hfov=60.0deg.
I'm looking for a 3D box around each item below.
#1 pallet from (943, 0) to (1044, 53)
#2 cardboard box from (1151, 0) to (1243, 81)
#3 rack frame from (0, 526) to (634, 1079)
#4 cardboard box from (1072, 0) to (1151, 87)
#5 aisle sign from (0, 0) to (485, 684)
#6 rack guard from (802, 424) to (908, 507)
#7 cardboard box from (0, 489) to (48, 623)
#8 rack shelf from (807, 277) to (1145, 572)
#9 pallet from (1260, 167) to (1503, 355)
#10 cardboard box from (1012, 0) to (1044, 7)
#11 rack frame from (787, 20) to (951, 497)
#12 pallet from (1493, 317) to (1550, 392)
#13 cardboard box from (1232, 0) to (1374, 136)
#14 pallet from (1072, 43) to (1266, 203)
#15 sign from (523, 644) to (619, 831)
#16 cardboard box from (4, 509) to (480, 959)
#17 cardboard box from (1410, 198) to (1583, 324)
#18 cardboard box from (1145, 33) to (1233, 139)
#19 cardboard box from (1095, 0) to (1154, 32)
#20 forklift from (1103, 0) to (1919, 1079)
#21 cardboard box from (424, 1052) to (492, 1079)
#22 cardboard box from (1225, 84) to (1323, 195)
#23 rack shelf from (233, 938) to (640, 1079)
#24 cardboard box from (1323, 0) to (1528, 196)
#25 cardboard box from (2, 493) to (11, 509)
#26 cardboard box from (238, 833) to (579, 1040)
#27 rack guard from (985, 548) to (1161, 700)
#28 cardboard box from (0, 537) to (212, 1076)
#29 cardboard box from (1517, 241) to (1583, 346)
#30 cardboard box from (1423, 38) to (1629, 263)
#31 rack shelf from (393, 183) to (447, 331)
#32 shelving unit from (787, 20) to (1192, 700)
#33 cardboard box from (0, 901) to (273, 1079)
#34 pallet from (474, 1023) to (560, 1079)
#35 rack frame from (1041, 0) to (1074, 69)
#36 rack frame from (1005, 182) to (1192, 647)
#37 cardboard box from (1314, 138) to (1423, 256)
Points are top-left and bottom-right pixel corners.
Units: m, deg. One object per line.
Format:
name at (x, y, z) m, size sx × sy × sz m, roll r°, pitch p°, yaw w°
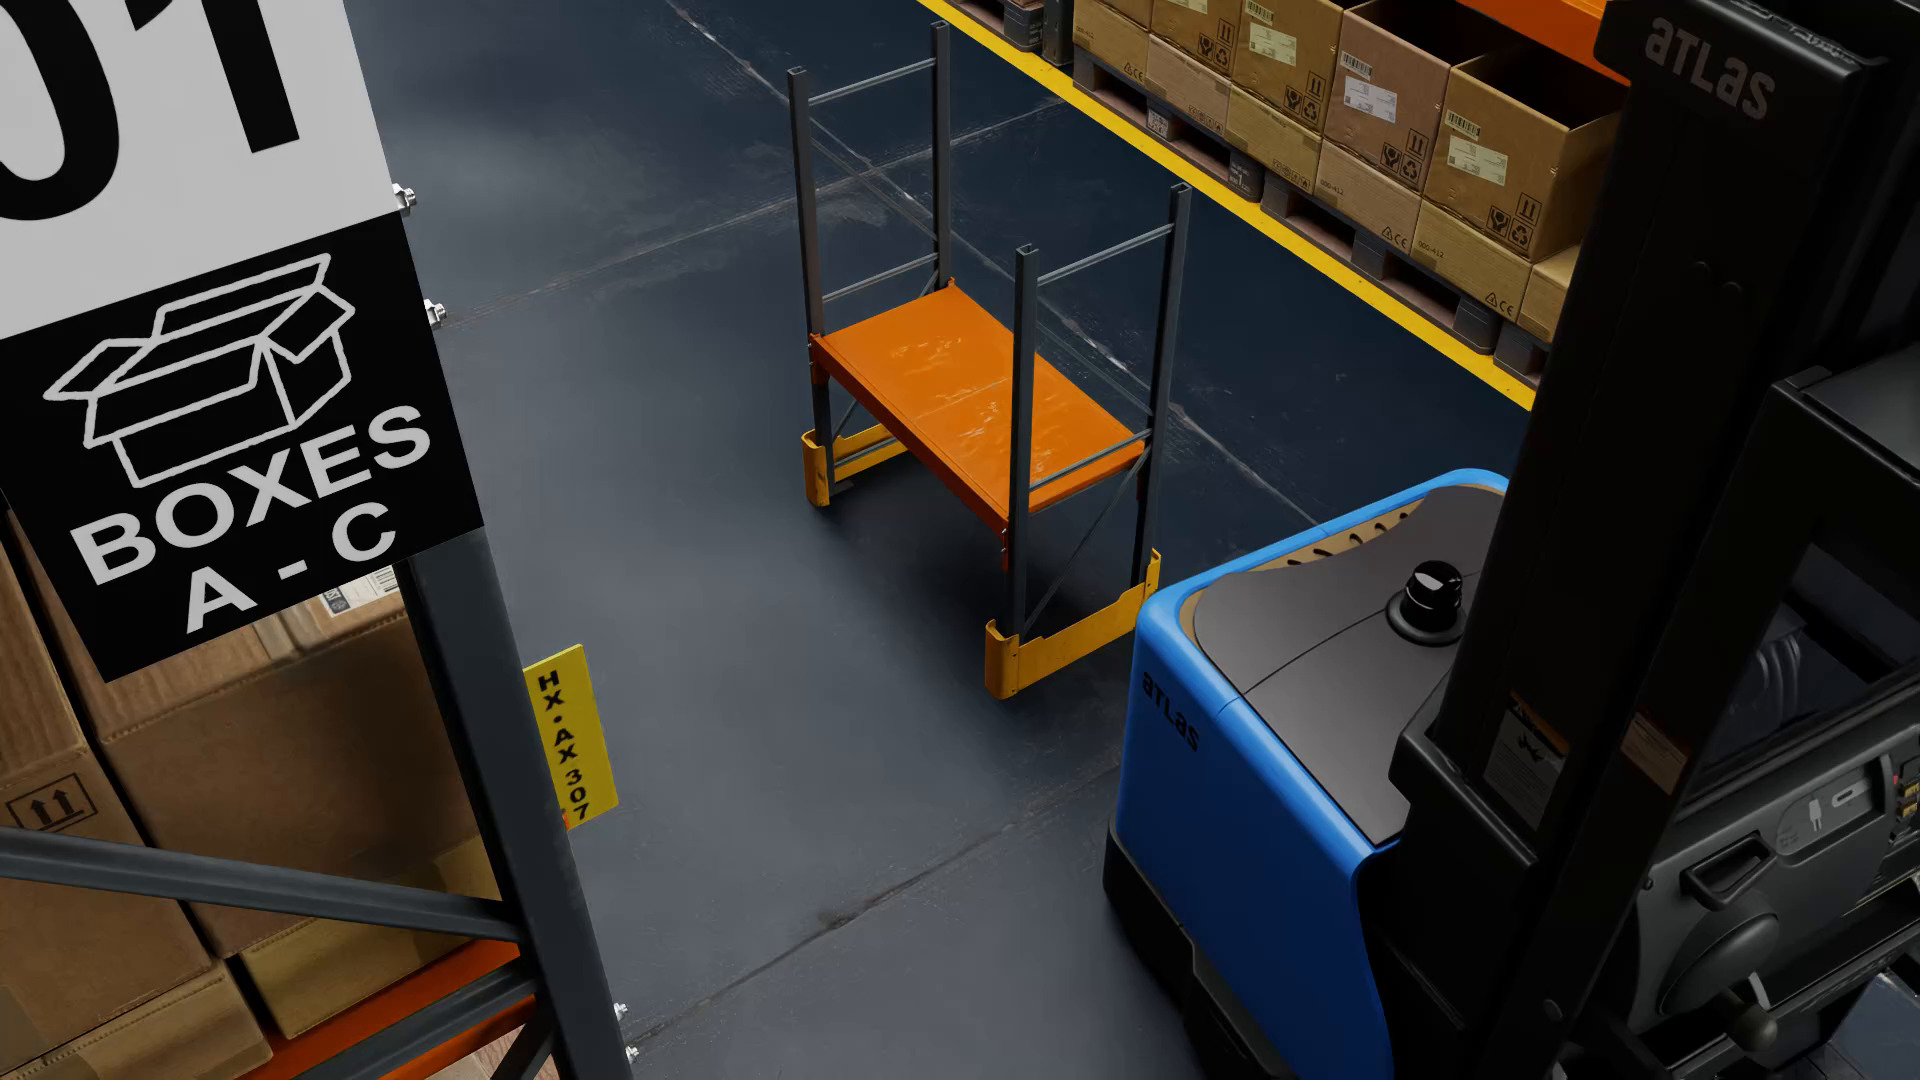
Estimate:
pallet at (0.360, -2.823, 8.054) m, size 1.003 × 0.211 × 1.213 m, roll -26°, pitch 49°, yaw -24°
cardboard box at (1.115, -2.192, 6.518) m, size 0.500 × 0.500 × 0.500 m, roll -26°, pitch 49°, yaw -24°
rack frame at (-0.956, 0.793, 2.247) m, size 0.949 × 2.616 × 0.053 m, roll -26°, pitch 49°, yaw -24°
cardboard box at (0.830, -2.205, 7.074) m, size 0.500 × 0.250 × 0.500 m, roll -26°, pitch 49°, yaw -24°
aisle sign at (-0.672, -0.223, 1.429) m, size 0.394 × 0.787 × 0.004 m, roll -26°, pitch 49°, yaw -24°
rack guard at (-0.241, -0.329, 5.414) m, size 0.587 × 0.250 × 0.087 m, roll -26°, pitch 49°, yaw -24°
cardboard box at (-1.683, 0.099, 2.526) m, size 0.500 × 0.500 × 0.500 m, roll -25°, pitch 49°, yaw -24°
rack shelf at (0.049, -0.364, 4.806) m, size 0.538 × 0.185 × 1.000 m, roll -26°, pitch 49°, yaw -24°
pallet at (1.936, -1.263, 6.420) m, size 1.003 × 0.211 × 1.213 m, roll -26°, pitch 49°, yaw -24°
cardboard box at (0.339, -2.707, 7.601) m, size 0.500 × 0.250 × 0.500 m, roll -26°, pitch 50°, yaw -25°
rack frame at (-0.242, -0.782, 4.983) m, size 0.500 × 1.500 × 0.032 m, roll -26°, pitch 49°, yaw -24°
pallet at (2.630, -0.572, 5.696) m, size 1.003 × 0.211 × 1.213 m, roll -26°, pitch 49°, yaw -24°
cardboard box at (1.394, -1.906, 6.218) m, size 0.500 × 0.500 × 0.500 m, roll -26°, pitch 49°, yaw -24°
pallet at (1.234, -1.954, 7.144) m, size 1.003 × 0.211 × 1.213 m, roll -26°, pitch 49°, yaw -24°
sign at (-0.514, 0.267, 2.171) m, size 0.100 × 0.325 × 0.005 m, roll -26°, pitch 49°, yaw -24°
cardboard box at (-0.986, 0.181, 2.439) m, size 0.500 × 0.500 × 0.500 m, roll -26°, pitch 49°, yaw -24°
cardboard box at (1.969, -1.069, 5.885) m, size 0.500 × 0.250 × 0.500 m, roll -26°, pitch 49°, yaw -24°
cardboard box at (1.112, -1.919, 6.775) m, size 0.500 × 0.250 × 0.500 m, roll -26°, pitch 49°, yaw -24°
cardboard box at (0.822, -2.472, 6.811) m, size 0.500 × 0.500 × 0.500 m, roll -26°, pitch 49°, yaw -24°
forklift at (1.511, 0.578, 2.522) m, size 1.130 × 2.935 × 3.031 m, roll -21°, pitch 47°, yaw -20°
cardboard box at (-1.281, 1.181, 3.469) m, size 0.500 × 0.311 × 0.500 m, roll -31°, pitch 52°, yaw -29°
cardboard box at (1.394, -1.634, 6.477) m, size 0.500 × 0.250 × 0.500 m, roll -26°, pitch 49°, yaw -24°
rack shelf at (-2.103, -0.078, 3.680) m, size 1.077 × 0.370 × 4.000 m, roll -26°, pitch 49°, yaw -24°
cardboard box at (1.682, -1.623, 5.922) m, size 0.500 × 0.500 × 0.500 m, roll -26°, pitch 49°, yaw -24°
cardboard box at (-1.260, -0.102, 2.736) m, size 0.500 × 0.500 × 0.500 m, roll -26°, pitch 49°, yaw -24°
cardboard box at (-0.978, 0.440, 2.711) m, size 0.500 × 0.250 × 0.500 m, roll -27°, pitch 50°, yaw -26°
rack guard at (0.329, 0.235, 4.823) m, size 0.587 × 0.250 × 0.087 m, roll -26°, pitch 49°, yaw -24°
cardboard box at (-1.403, 0.388, 2.223) m, size 0.500 × 0.500 × 0.500 m, roll -26°, pitch 50°, yaw -25°
cardboard box at (2.257, -0.787, 5.589) m, size 0.500 × 0.250 × 0.500 m, roll -26°, pitch 49°, yaw -24°
cardboard box at (1.967, -1.340, 5.625) m, size 0.500 × 0.500 × 0.500 m, roll -26°, pitch 49°, yaw -24°
rack shelf at (-2.103, -1.163, 2.644) m, size 1.077 × 0.370 × 4.000 m, roll -26°, pitch 49°, yaw -24°
shelving unit at (0.044, -0.499, 4.687) m, size 0.587 × 1.500 × 1.083 m, roll -26°, pitch 49°, yaw -24°
cardboard box at (-1.385, 0.654, 2.487) m, size 0.500 × 0.250 × 0.500 m, roll -25°, pitch 49°, yaw -24°
pallet at (-1.438, 1.286, 3.750) m, size 1.003 × 0.211 × 1.213 m, roll -26°, pitch 49°, yaw -24°
rack frame at (0.814, -3.430, 6.670) m, size 1.000 × 3.000 × 0.127 m, roll -26°, pitch 49°, yaw -24°
rack frame at (0.340, -0.206, 4.380) m, size 0.500 × 1.500 × 0.032 m, roll -26°, pitch 49°, yaw -24°
cardboard box at (1.685, -1.353, 6.182) m, size 0.500 × 0.250 × 0.500 m, roll -26°, pitch 49°, yaw -24°
